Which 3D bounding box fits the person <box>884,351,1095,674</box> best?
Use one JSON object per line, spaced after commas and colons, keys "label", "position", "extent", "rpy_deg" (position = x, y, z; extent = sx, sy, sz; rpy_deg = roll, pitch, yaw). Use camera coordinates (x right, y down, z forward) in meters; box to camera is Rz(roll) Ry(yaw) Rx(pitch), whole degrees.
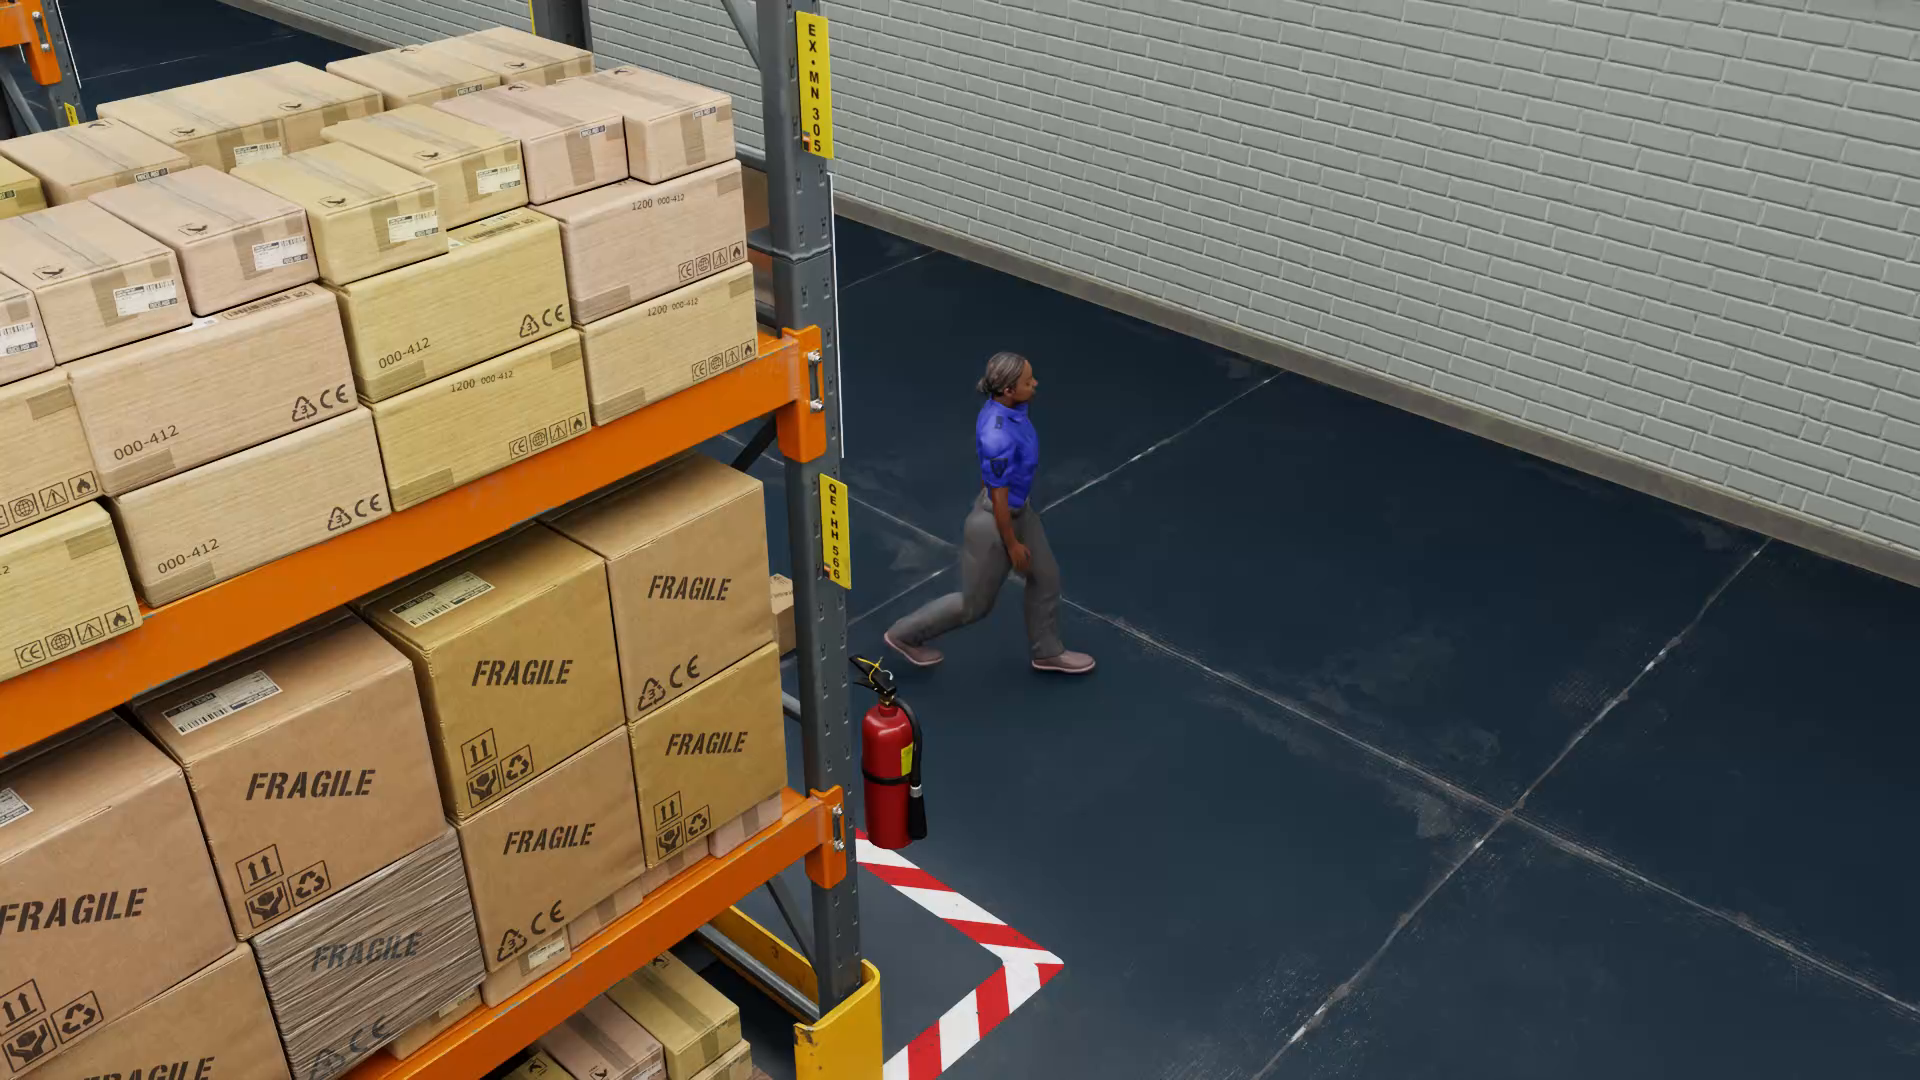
{"label": "person", "position": [0.140, -0.092, 7.288], "extent": [0.961, 1.610, 0.435], "rpy_deg": [5, 32, 9]}
